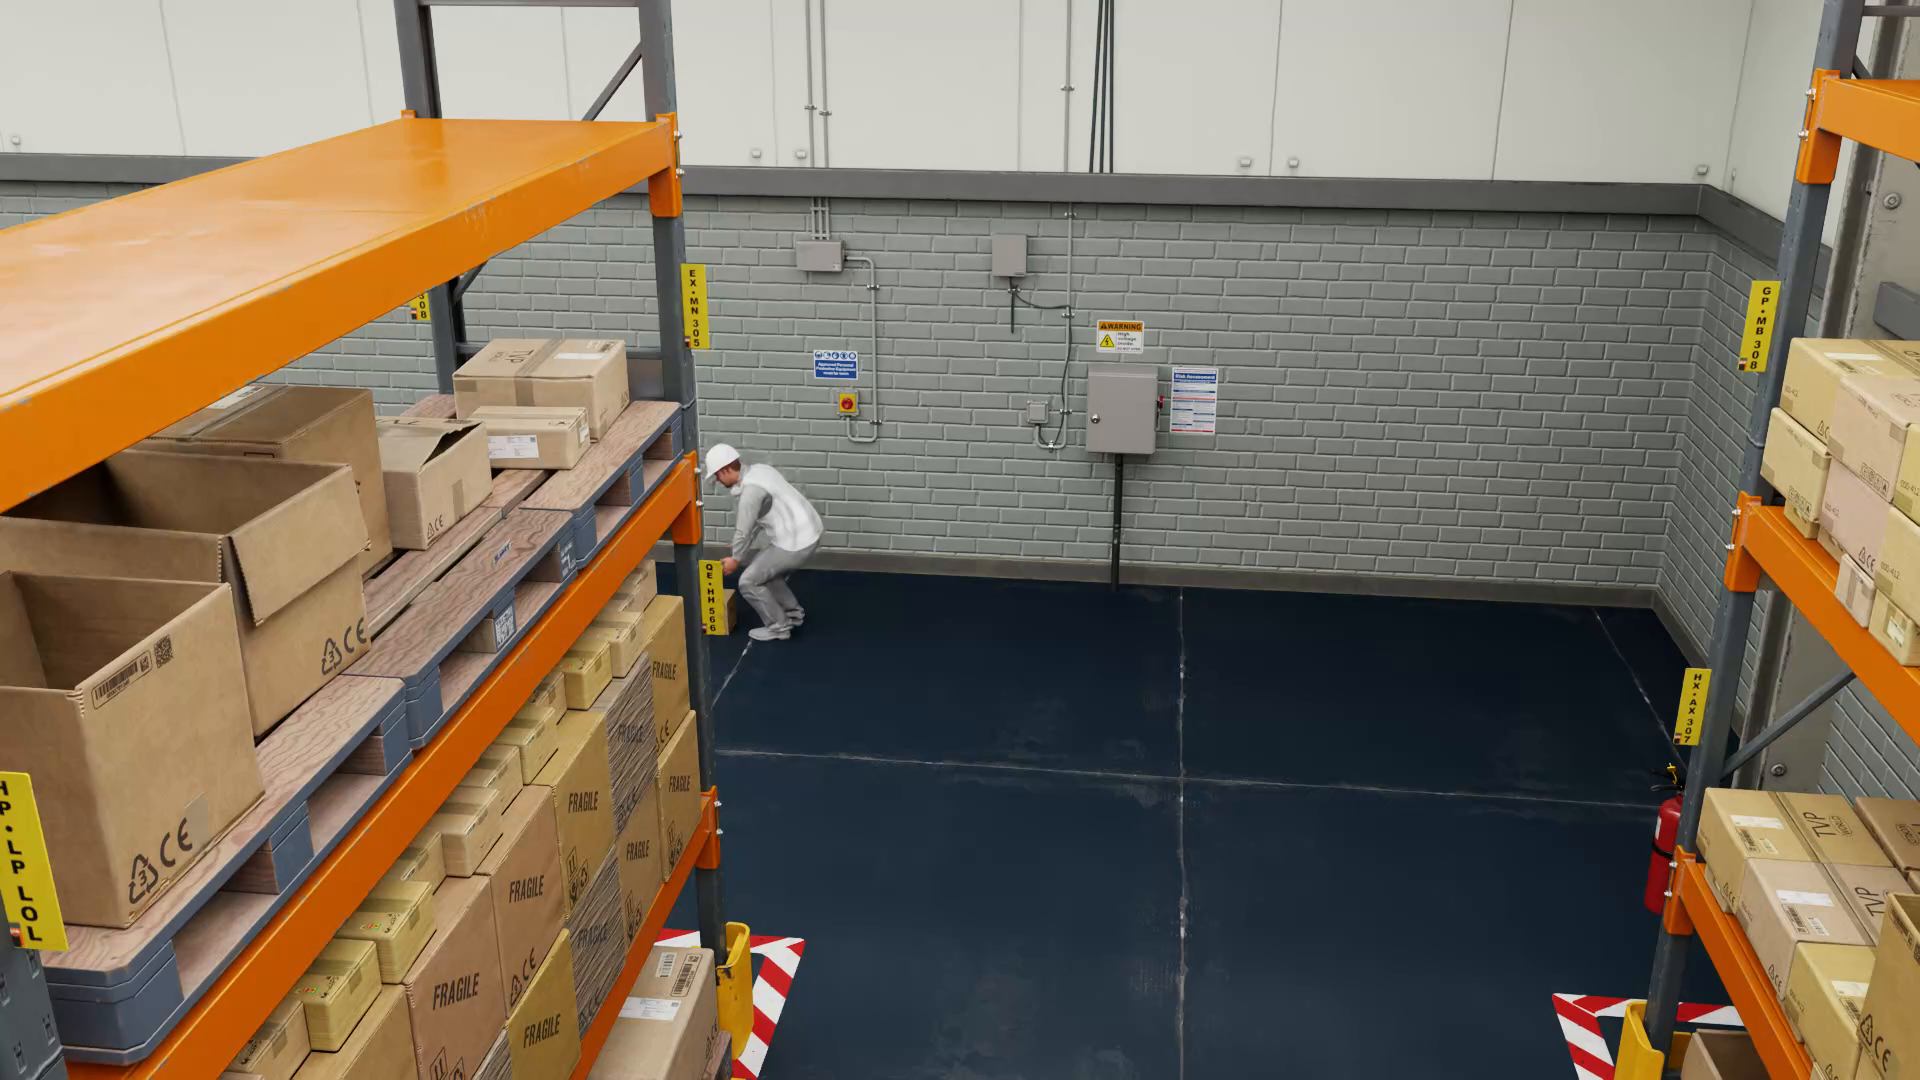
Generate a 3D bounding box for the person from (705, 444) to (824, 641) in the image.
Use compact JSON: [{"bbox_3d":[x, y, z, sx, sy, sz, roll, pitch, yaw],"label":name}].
[{"bbox_3d":[-1.356,0.009,11.564,0.785,1.390,0.590,2,21,6],"label":"person"}]
